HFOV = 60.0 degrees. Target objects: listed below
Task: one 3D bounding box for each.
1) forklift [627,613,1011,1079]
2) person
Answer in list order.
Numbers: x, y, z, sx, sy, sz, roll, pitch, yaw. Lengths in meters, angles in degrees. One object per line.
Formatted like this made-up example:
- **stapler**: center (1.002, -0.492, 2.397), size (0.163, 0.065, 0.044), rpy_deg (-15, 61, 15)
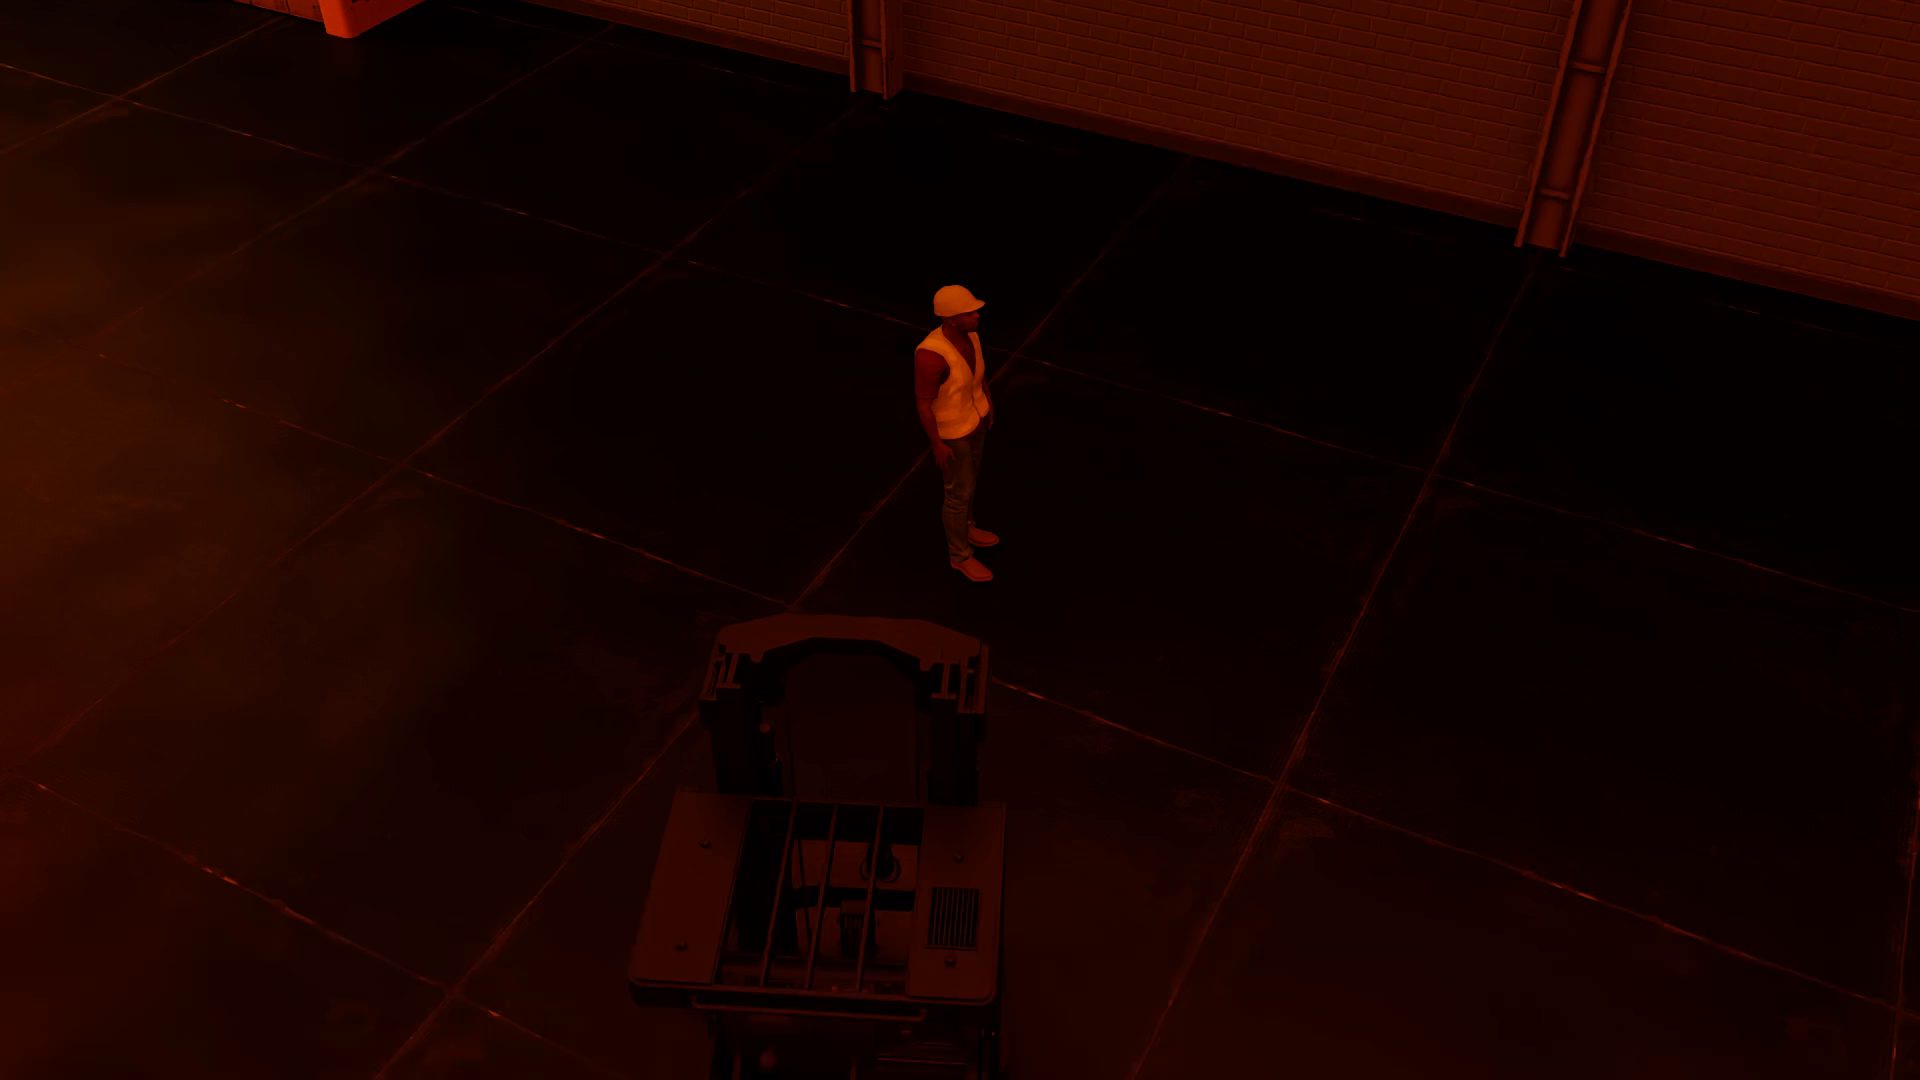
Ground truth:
- **forklift**: center (-0.409, 1.809, 5.839), size (1.130, 2.935, 3.031), rpy_deg (3, 40, 3)
- **person**: center (0.059, -0.657, 9.659), size (0.576, 1.765, 0.665), rpy_deg (18, 43, 21)
